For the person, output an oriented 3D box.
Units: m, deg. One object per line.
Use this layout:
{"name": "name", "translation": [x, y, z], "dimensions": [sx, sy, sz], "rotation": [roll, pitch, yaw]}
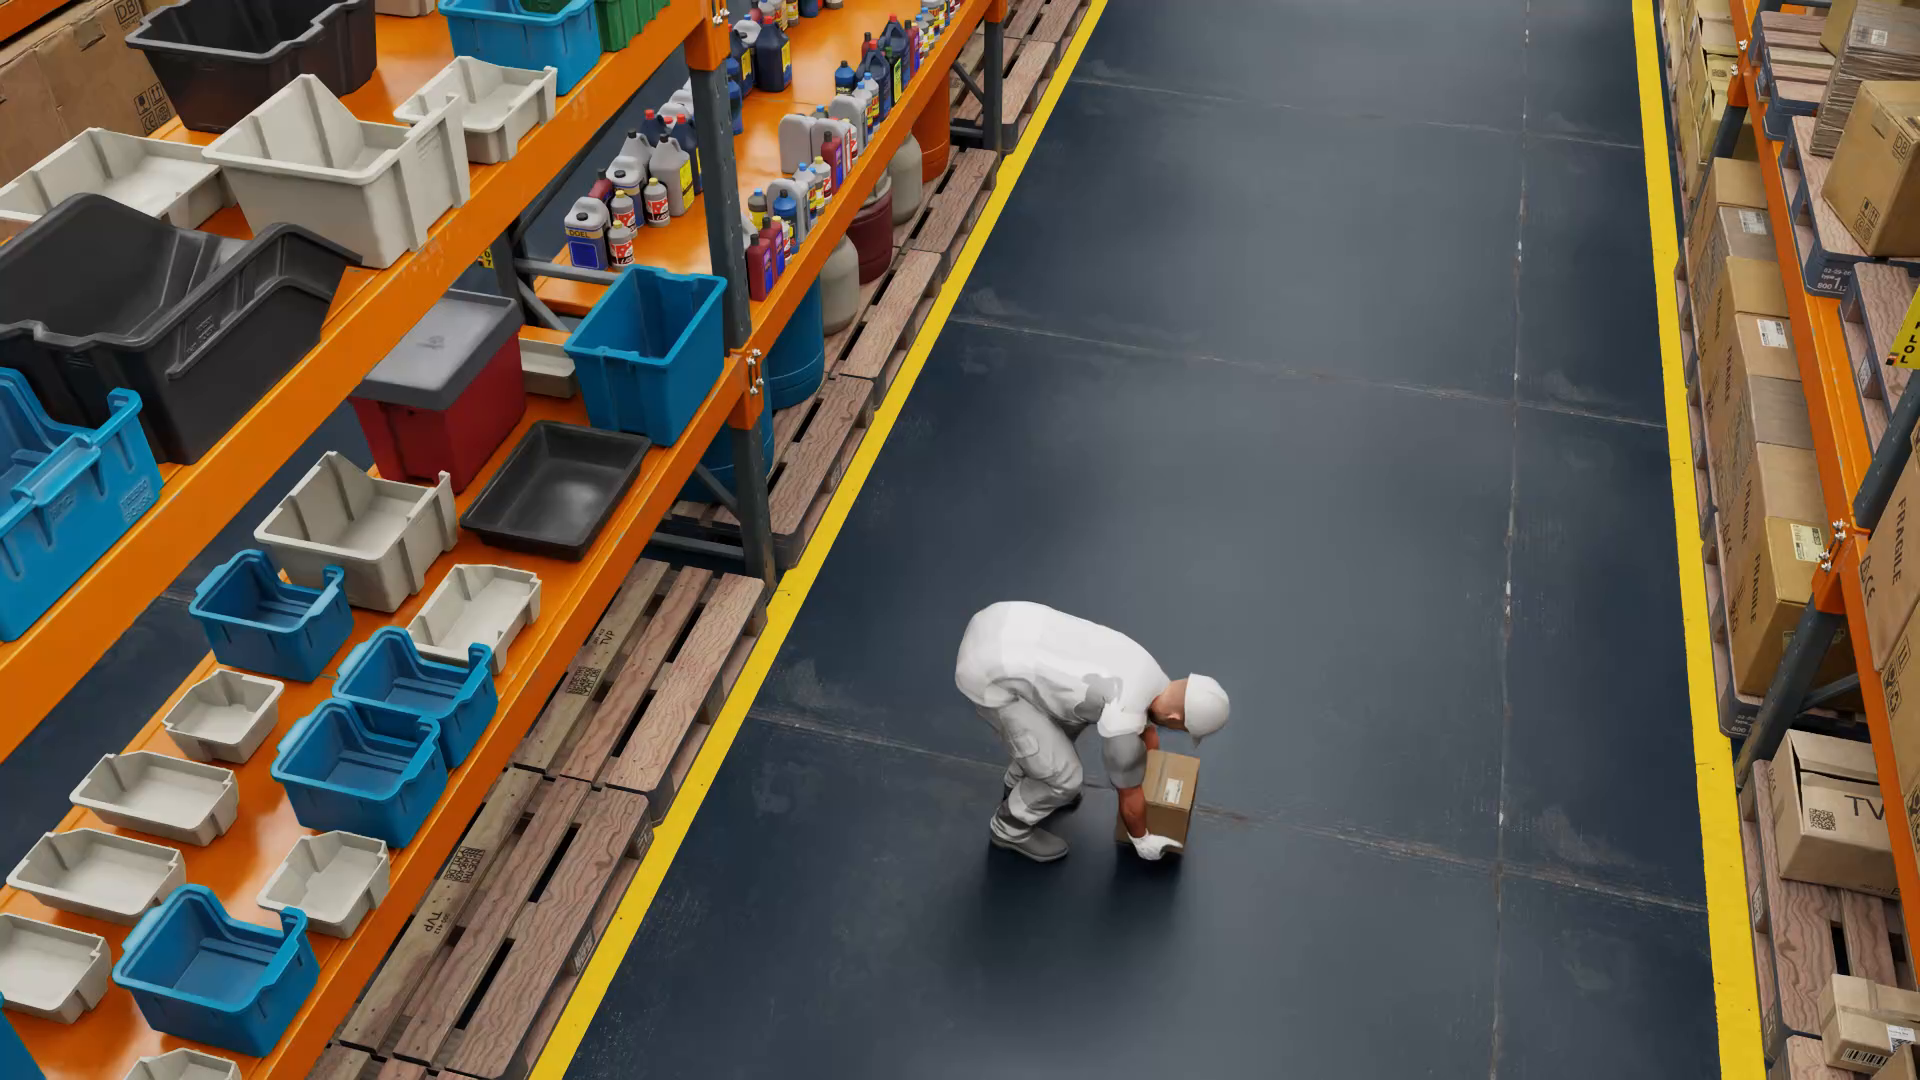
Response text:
{"name": "person", "translation": [0.460, 0.694, 5.914], "dimensions": [0.955, 1.023, 0.524], "rotation": [8, 41, 9]}
